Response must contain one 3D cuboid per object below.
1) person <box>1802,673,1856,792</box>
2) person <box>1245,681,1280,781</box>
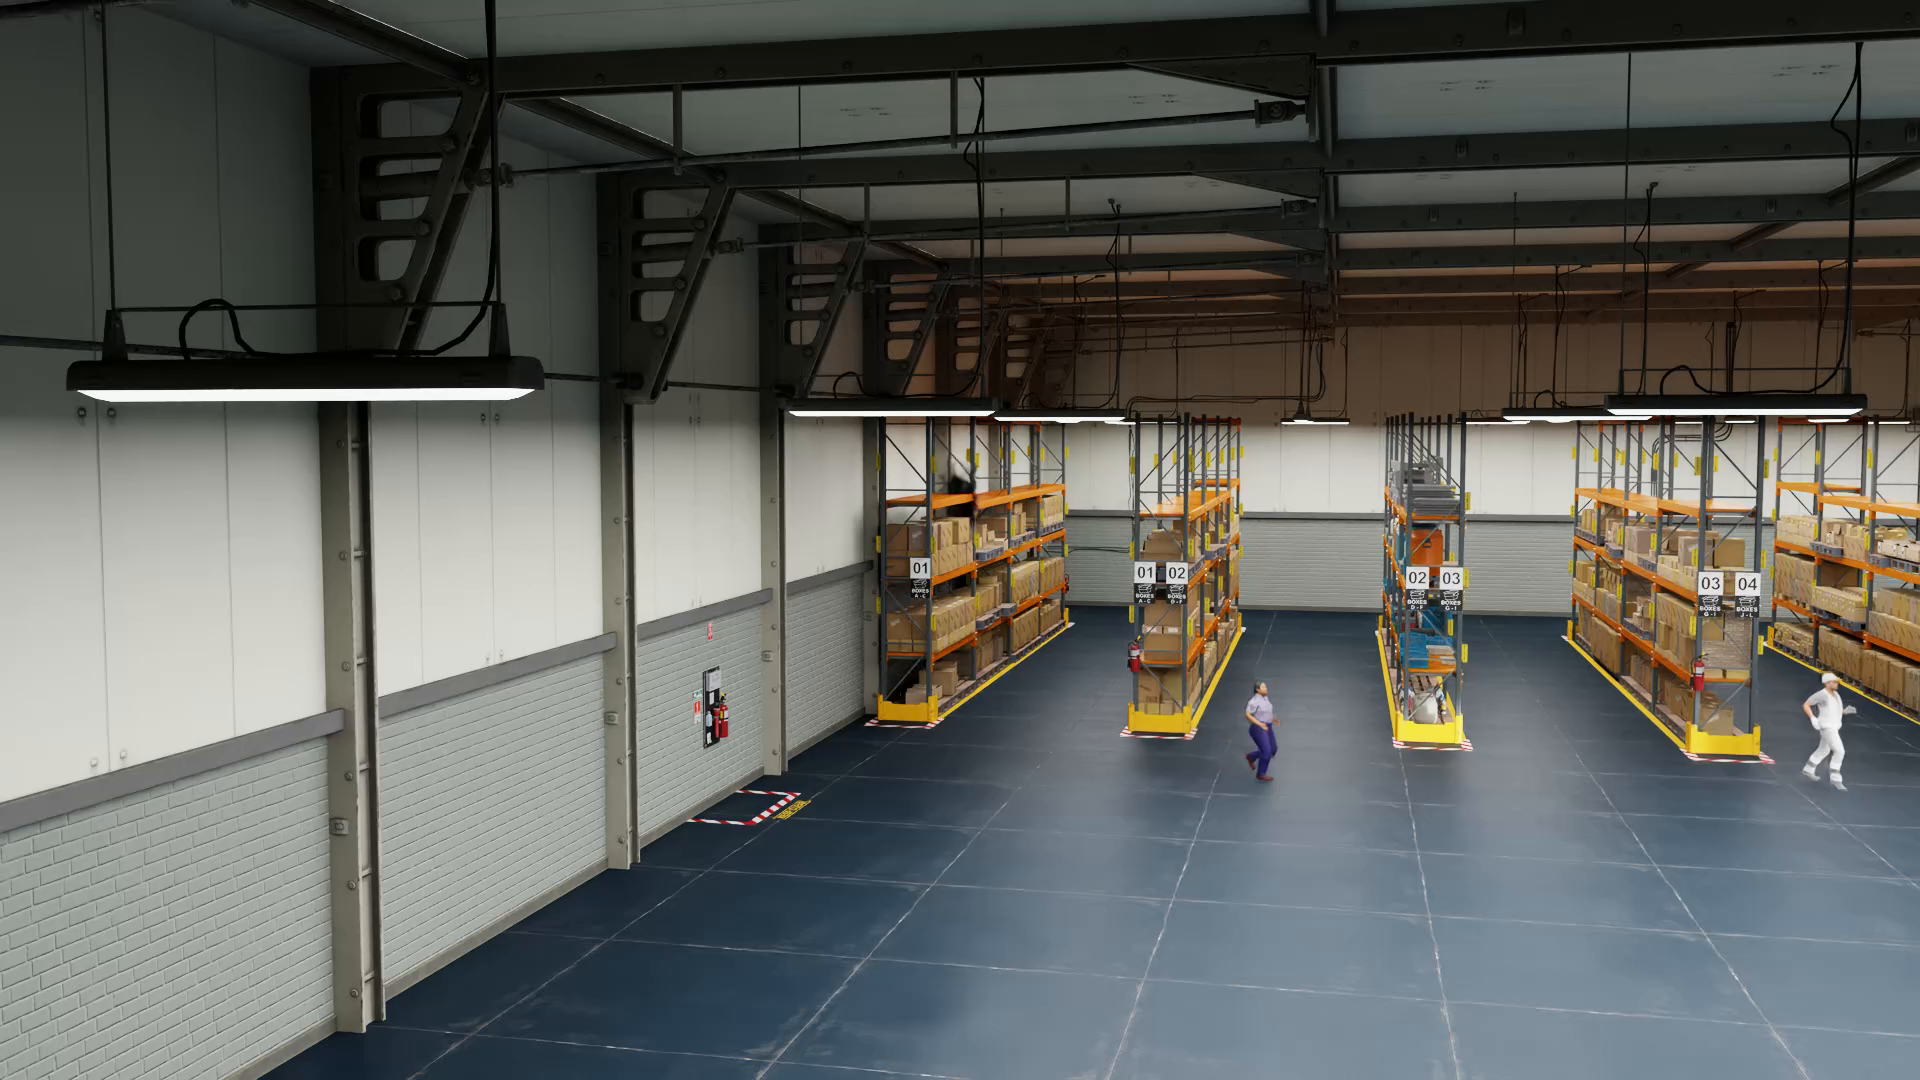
[{"bbox_3d":[13.804,3.033,26.453,0.650,1.848,0.802,-3,5,-40],"label":"person"},{"bbox_3d":[4.868,3.134,27.106,0.584,1.523,0.644,3,5,37],"label":"person"}]
